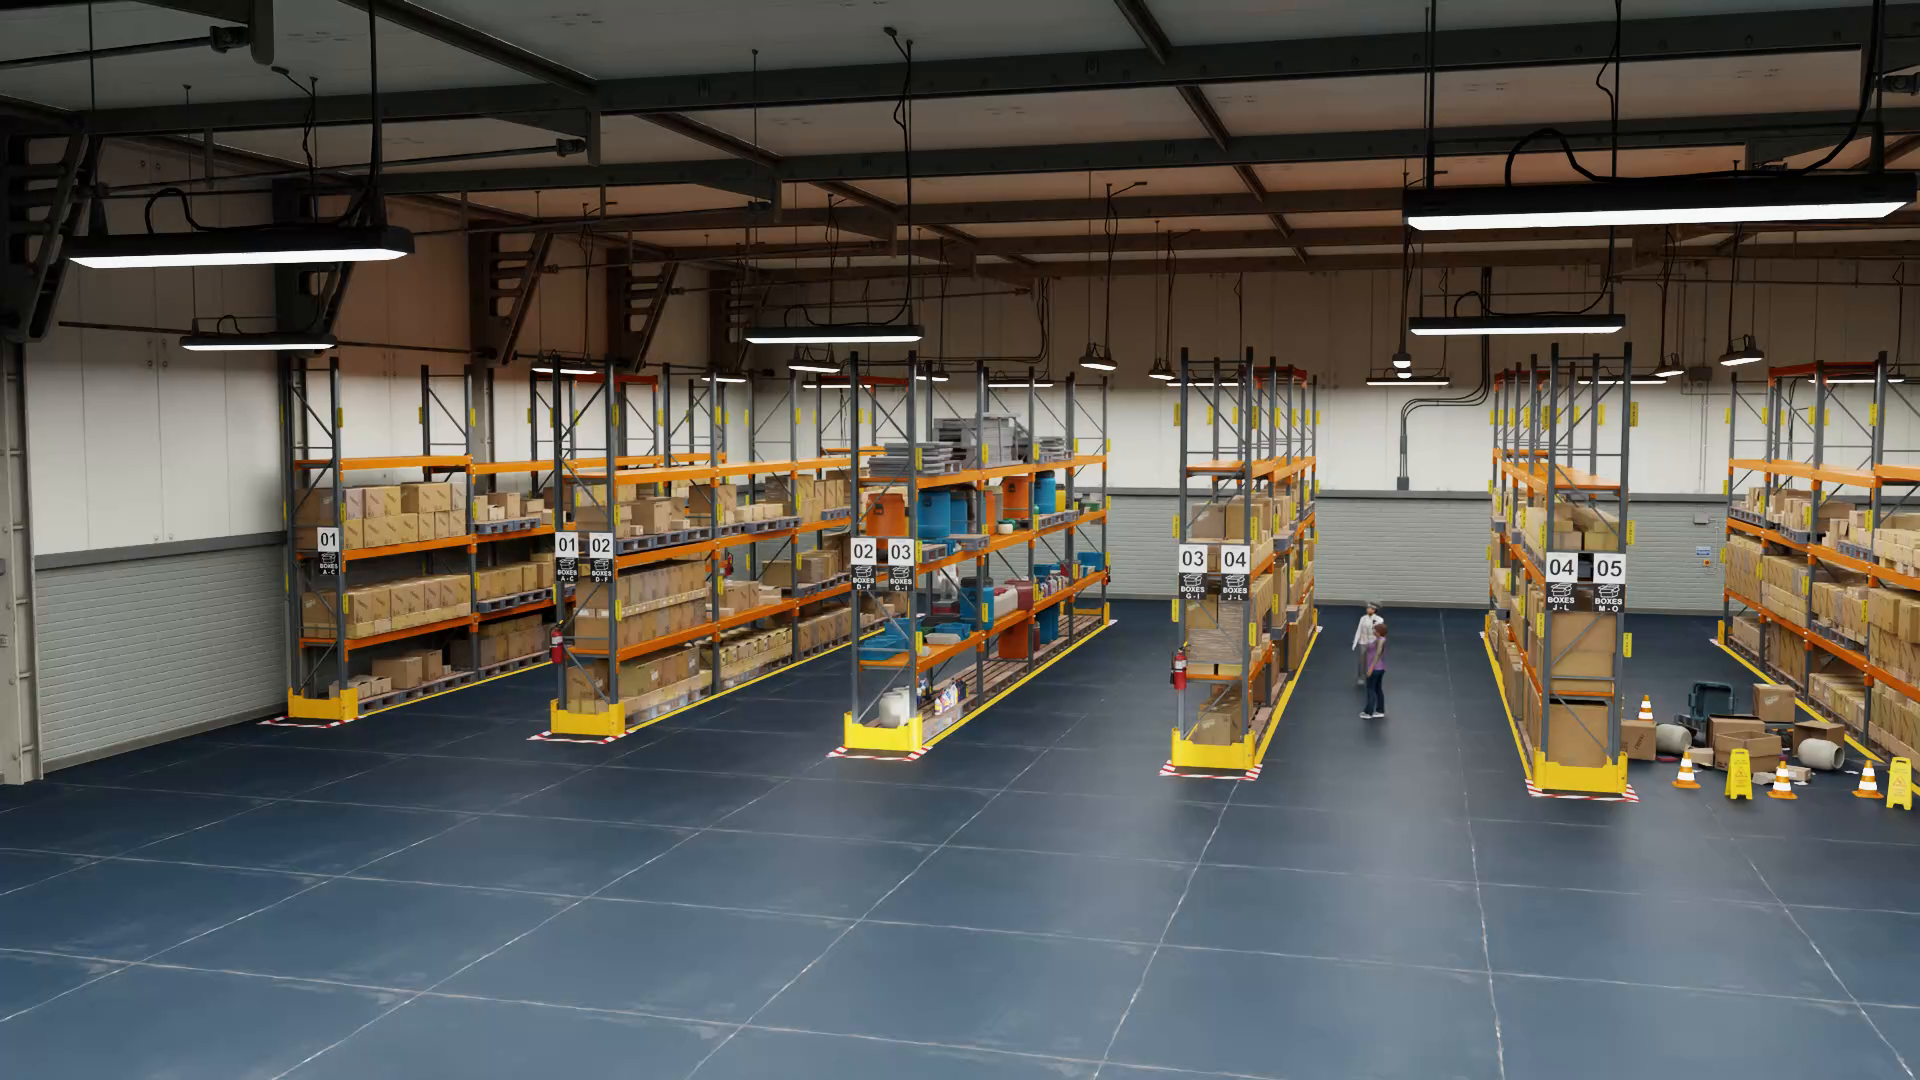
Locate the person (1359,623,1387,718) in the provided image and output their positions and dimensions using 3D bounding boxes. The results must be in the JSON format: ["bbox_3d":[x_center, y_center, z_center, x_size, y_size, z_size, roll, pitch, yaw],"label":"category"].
[{"bbox_3d":[6.875,2.177,27.662,0.421,1.594,0.482,2,5,30],"label":"person"}]

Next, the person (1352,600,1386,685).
[{"bbox_3d":[7.530,1.926,30.618,0.603,1.642,0.974,1,4,7],"label":"person"}]

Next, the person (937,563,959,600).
[{"bbox_3d":[-0.286,0.985,42.375,0.615,1.732,0.966,-1,4,-13],"label":"person"}]

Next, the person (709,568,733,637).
[{"bbox_3d":[-5.357,1.427,36.958,0.627,1.646,1.028,1,4,15],"label":"person"}]
